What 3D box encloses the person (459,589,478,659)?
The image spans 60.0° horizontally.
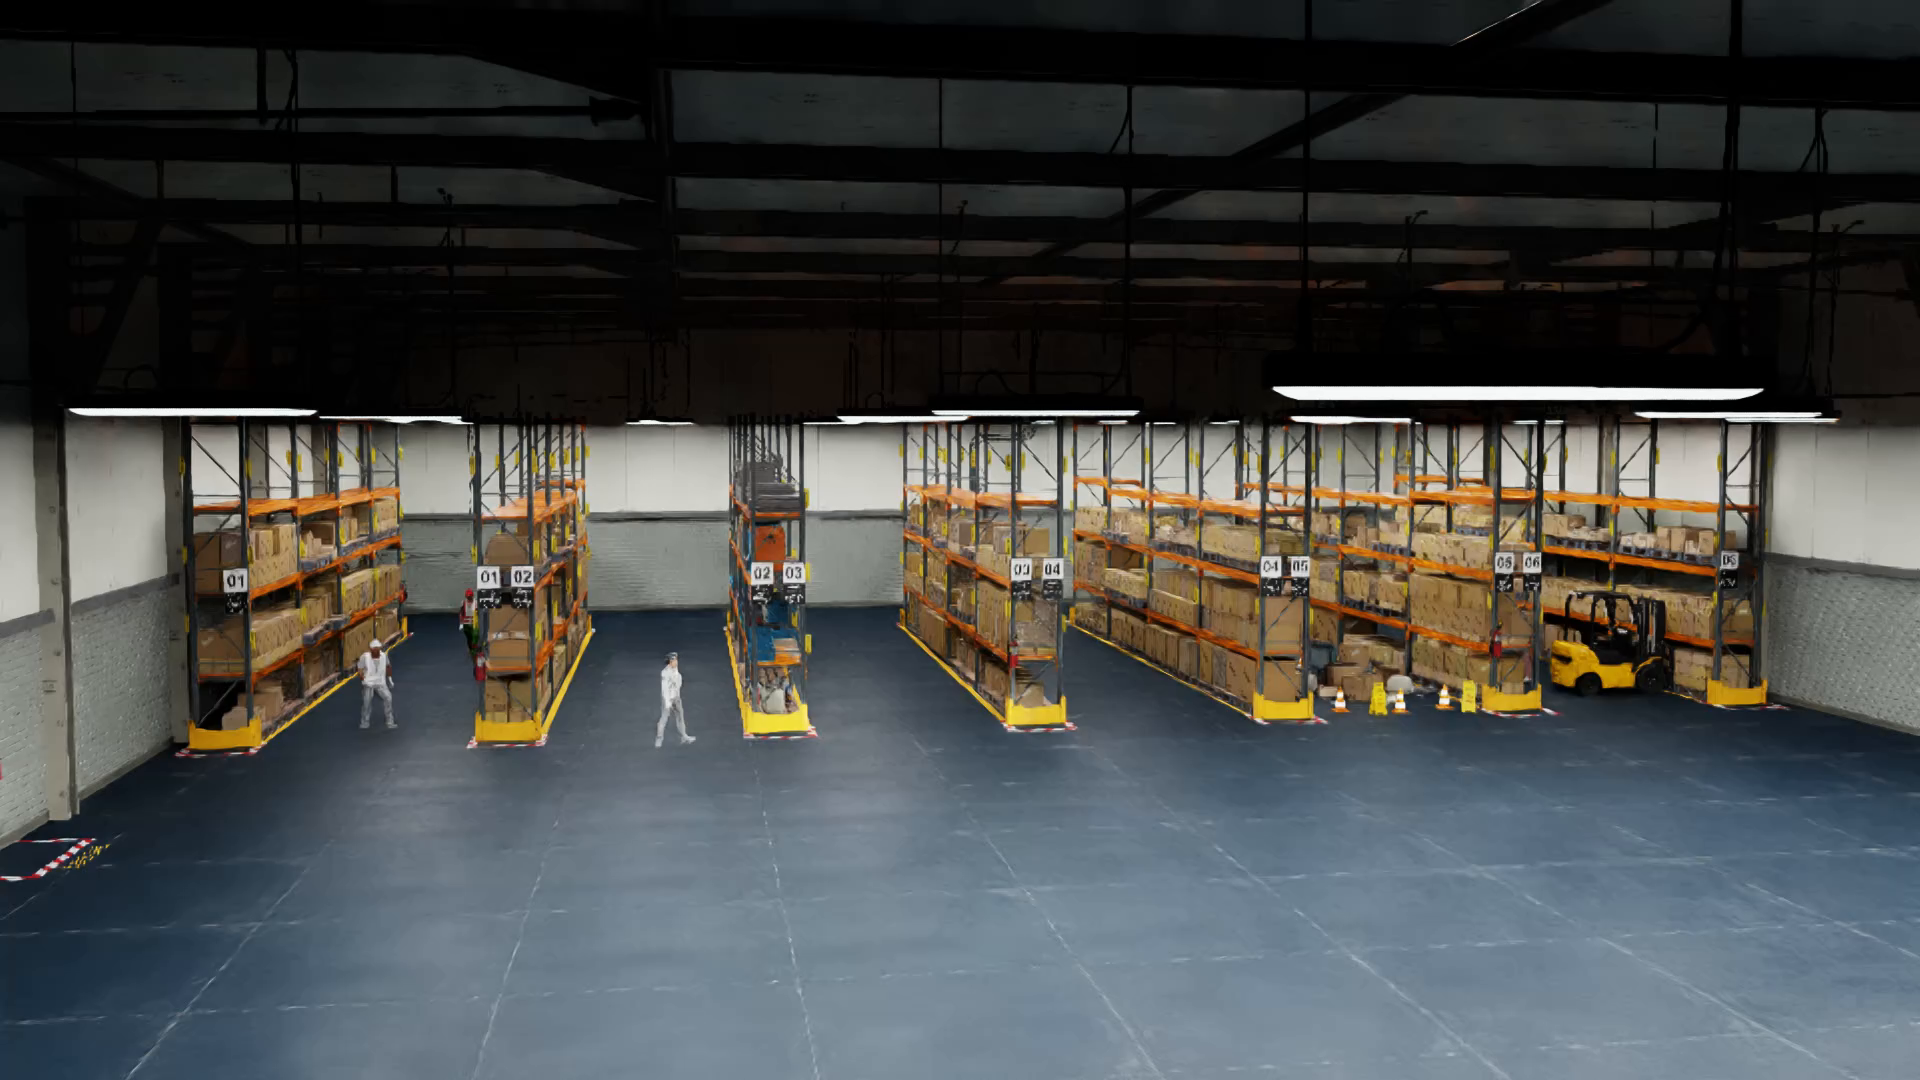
[{"bbox_3d":[-12.135,2.054,41.190,0.543,1.709,1.123,0,4,-6],"label":"person"}]

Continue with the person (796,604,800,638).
[{"bbox_3d":[-4.459,1.920,44.510,0.537,1.525,0.777,-2,4,-29],"label":"person"}]

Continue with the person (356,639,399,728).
[{"bbox_3d":[-11.052,2.717,31.440,0.698,1.719,0.792,-2,4,-29],"label":"person"}]

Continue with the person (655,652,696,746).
[{"bbox_3d":[-5.165,2.840,29.948,0.548,1.672,0.685,2,4,26],"label":"person"}]

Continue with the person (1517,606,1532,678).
[{"bbox_3d":[12.731,2.290,37.521,0.432,1.603,0.529,1,4,20],"label":"person"}]
